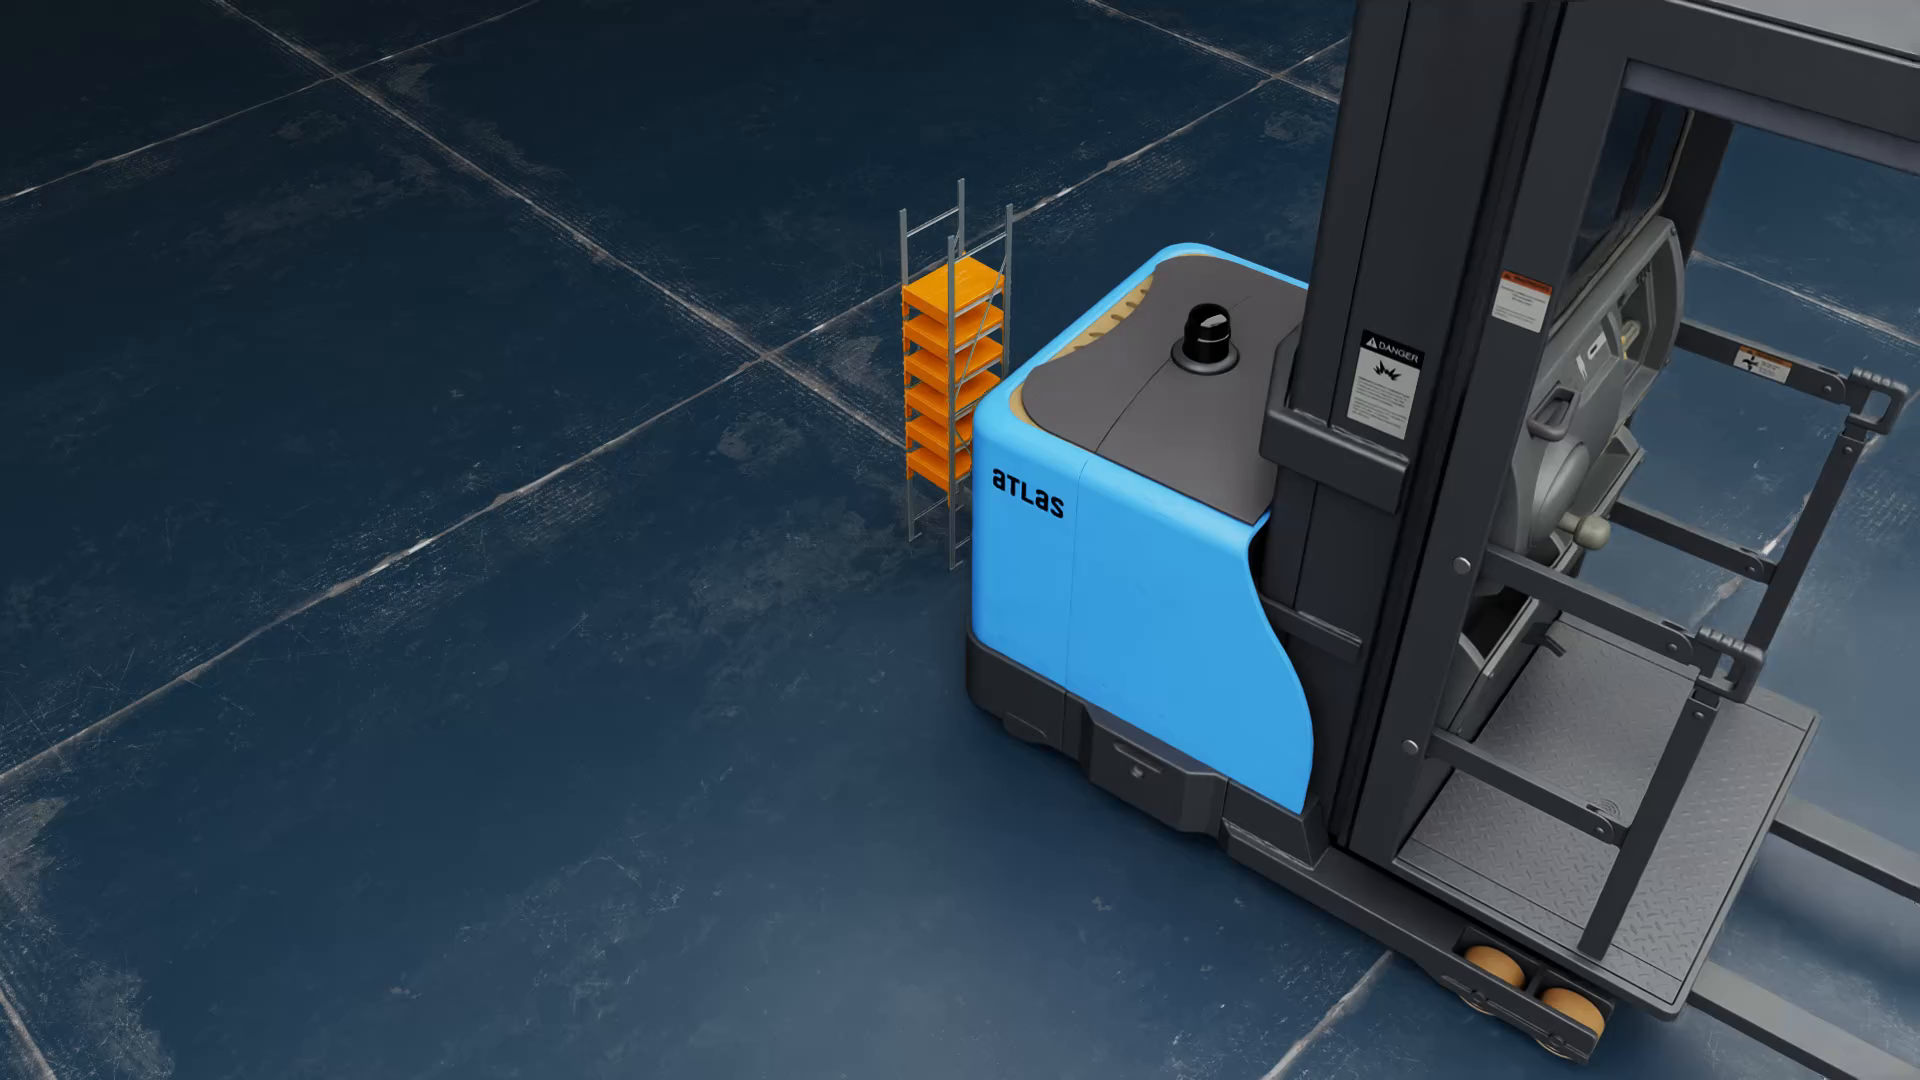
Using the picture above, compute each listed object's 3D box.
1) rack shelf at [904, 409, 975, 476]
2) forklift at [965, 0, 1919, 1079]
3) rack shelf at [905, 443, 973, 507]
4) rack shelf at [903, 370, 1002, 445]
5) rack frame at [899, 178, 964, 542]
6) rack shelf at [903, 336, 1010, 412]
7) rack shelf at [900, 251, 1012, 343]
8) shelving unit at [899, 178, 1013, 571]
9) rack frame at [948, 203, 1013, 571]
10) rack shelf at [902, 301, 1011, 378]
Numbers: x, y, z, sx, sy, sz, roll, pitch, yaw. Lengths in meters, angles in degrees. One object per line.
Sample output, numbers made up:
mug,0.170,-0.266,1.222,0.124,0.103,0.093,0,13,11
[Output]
rack shelf,-0.010,-0.327,4.962,0.258,0.103,0.180,-34,53,-31
forklift,1.499,-0.269,3.381,3.031,2.935,1.130,27,49,26
rack shelf,-0.010,-0.239,5.043,0.258,0.103,0.180,-34,53,-31
rack shelf,-0.010,-0.415,4.880,0.258,0.103,0.180,-34,53,-31
rack frame,-0.075,-0.492,4.898,0.240,1.200,0.006,-34,53,-31
rack shelf,-0.010,-0.503,4.799,0.258,0.103,0.180,-34,53,-31
rack shelf,-0.010,-0.679,4.636,0.258,0.103,0.180,-34,53,-31
shelving unit,-0.010,-0.448,4.850,0.258,1.200,0.189,-34,53,-31
rack frame,0.054,-0.404,4.803,0.240,1.200,0.006,-34,53,-31
rack shelf,-0.010,-0.591,4.718,0.258,0.103,0.180,-34,53,-31
